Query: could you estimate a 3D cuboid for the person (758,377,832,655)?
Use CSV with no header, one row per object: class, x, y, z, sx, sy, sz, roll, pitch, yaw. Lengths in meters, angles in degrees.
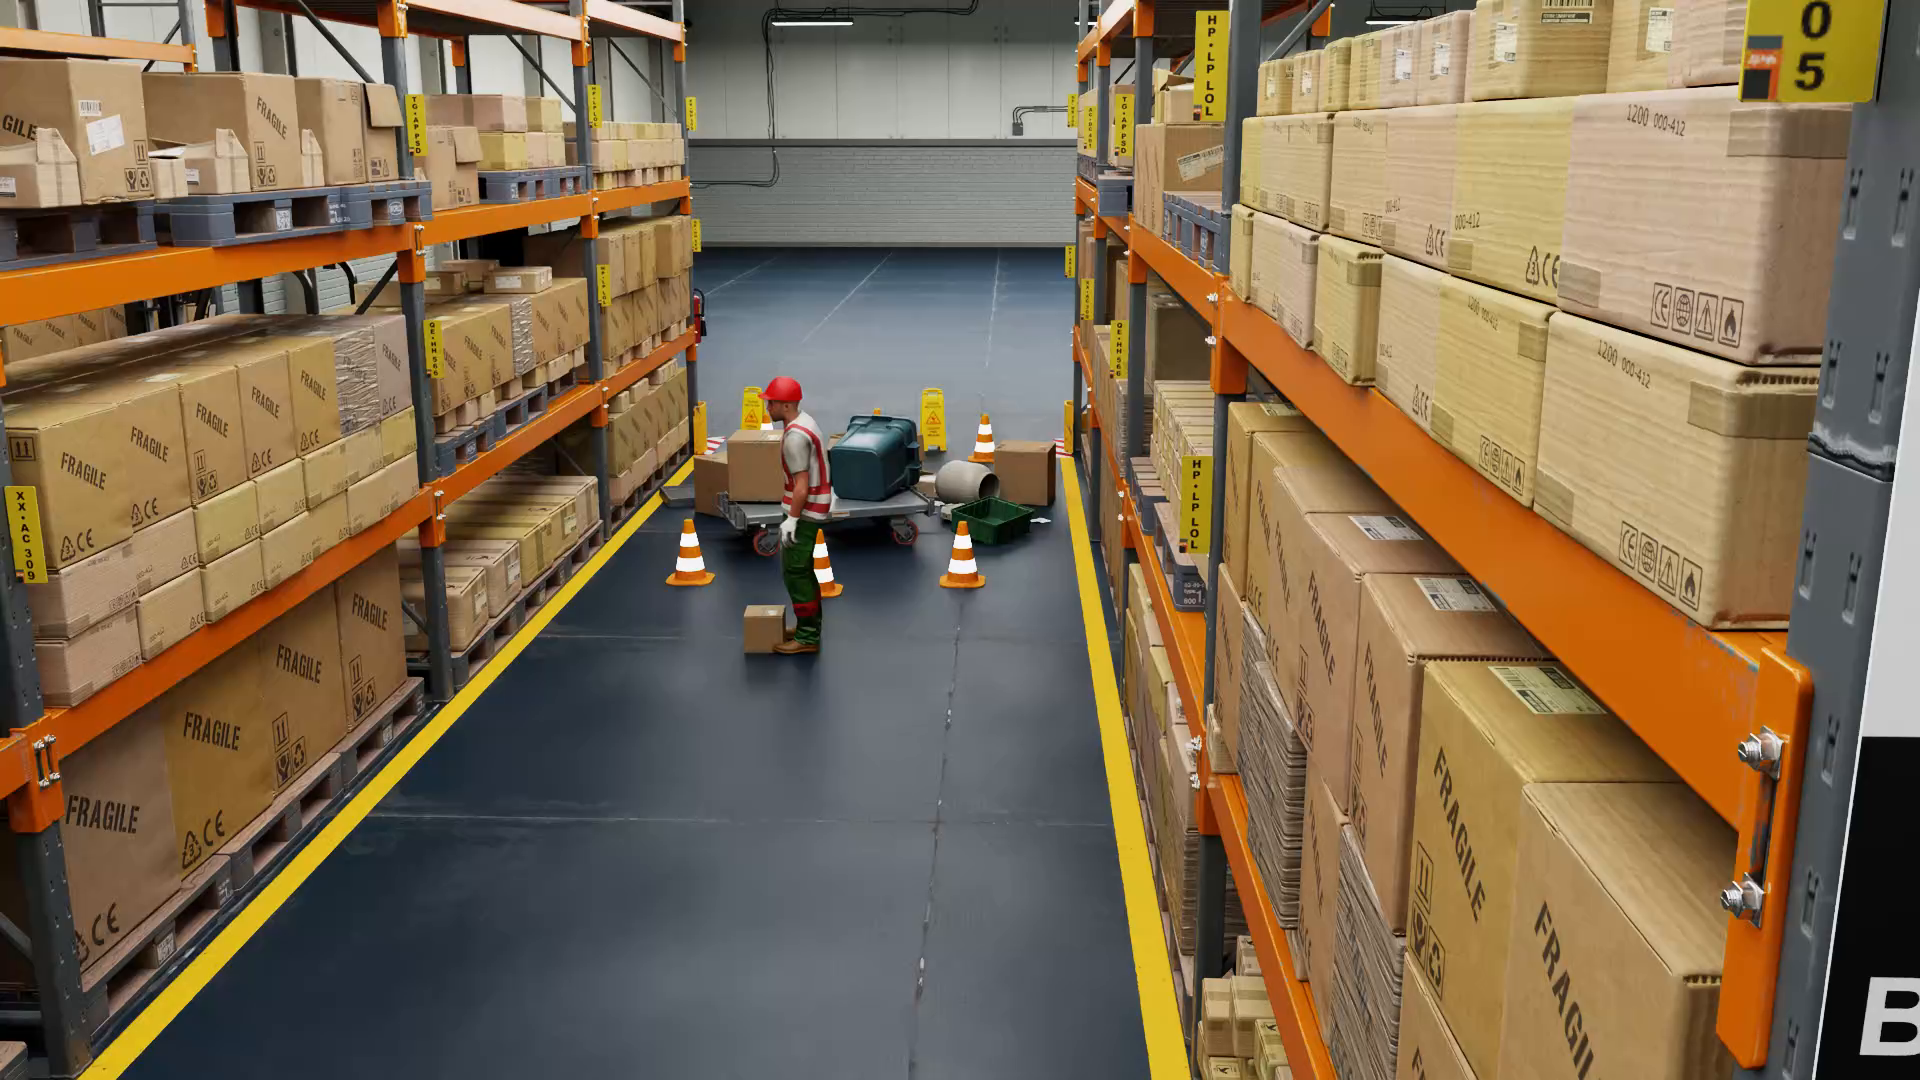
person,-1.044,-0.162,10.626,0.451,1.780,0.623,0,14,0
